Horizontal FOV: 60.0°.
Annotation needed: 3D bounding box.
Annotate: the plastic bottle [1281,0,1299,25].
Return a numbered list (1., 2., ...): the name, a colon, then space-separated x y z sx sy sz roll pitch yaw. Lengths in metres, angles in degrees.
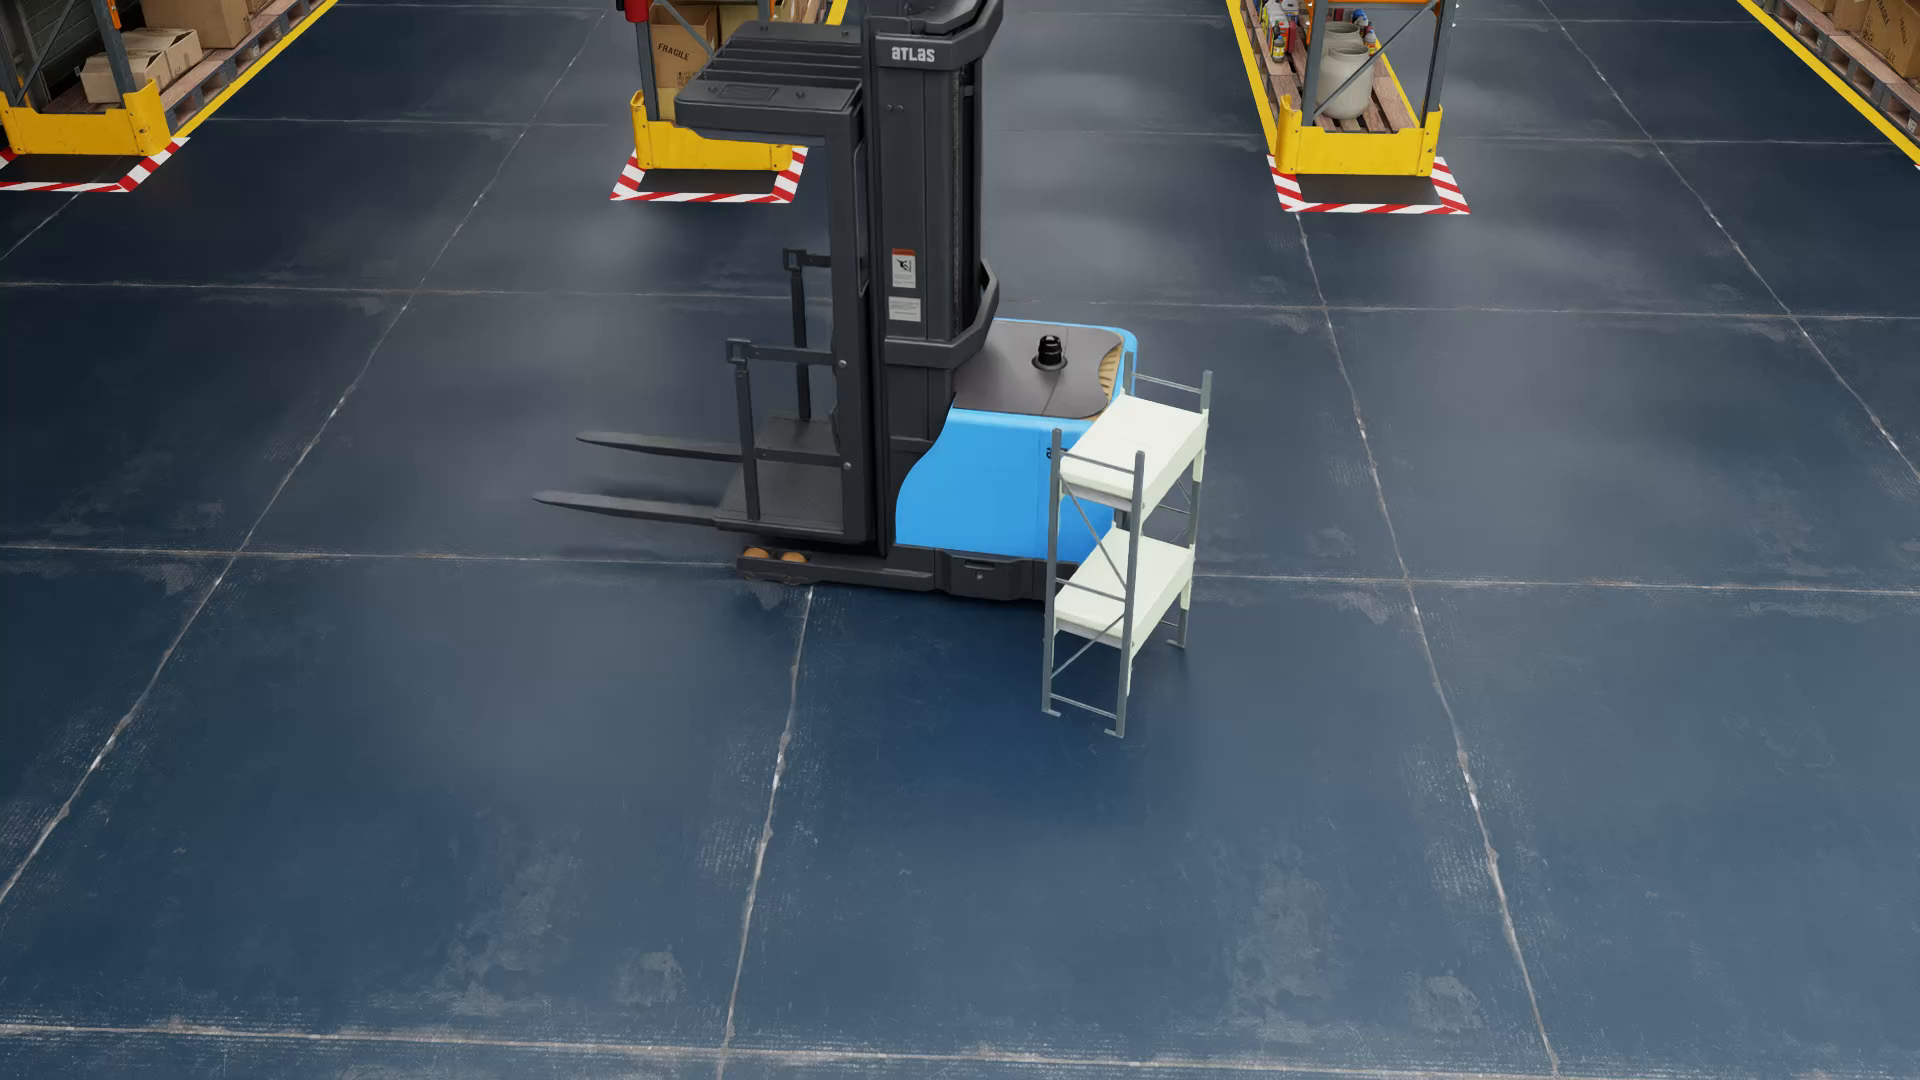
1. plastic bottle: 2.898 -4.624 14.652 0.152 0.276 0.135 1 35 2

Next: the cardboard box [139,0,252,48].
1. cardboard box: -6.619 -4.585 14.402 0.700 0.500 0.500 -1 35 -1

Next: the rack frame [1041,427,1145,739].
1. rack frame: 0.553 0.216 7.084 0.400 1.500 0.023 17 39 23

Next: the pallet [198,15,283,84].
1. pallet: -6.716 -4.352 14.705 1.003 0.211 1.213 1 35 2

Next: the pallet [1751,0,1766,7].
1. pallet: 8.199 -5.546 16.403 1.003 0.211 1.213 1 35 2

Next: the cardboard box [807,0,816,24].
1. cardboard box: -1.564 -4.671 14.760 0.500 0.250 0.500 1 35 2

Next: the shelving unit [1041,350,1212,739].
1. shelving unit: 0.726 0.030 7.348 0.431 1.500 0.755 17 39 23

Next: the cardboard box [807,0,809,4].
1. cardboard box: -1.577 -4.978 14.544 0.500 0.500 0.500 1 35 2

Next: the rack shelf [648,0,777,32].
1. rack shelf: -1.809 -5.027 13.866 1.077 0.370 4.000 1 35 2

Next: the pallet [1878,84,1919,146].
1. pallet: 8.080 -3.310 13.222 1.003 0.211 1.213 1 35 2

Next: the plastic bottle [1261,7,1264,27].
1. plastic bottle: 2.731 -4.664 14.775 0.097 0.201 0.097 0 35 0

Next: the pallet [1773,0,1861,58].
1. pallet: 8.178 -4.712 15.217 1.003 0.211 1.213 1 35 2

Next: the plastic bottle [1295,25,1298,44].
1. plastic bottle: 2.864 -4.388 14.381 0.097 0.201 0.097 0 35 0

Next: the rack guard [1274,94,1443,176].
1. rack guard: 3.016 -3.078 12.640 1.175 0.500 0.348 1 35 2

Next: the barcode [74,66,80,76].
1. barcode: -7.120 -3.783 13.418 0.001 0.075 0.075 1 35 2

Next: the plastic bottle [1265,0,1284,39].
1. plastic bottle: 2.741 -4.536 14.463 0.144 0.351 0.185 3 35 4

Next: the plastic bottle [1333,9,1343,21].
1. plastic bottle: 3.345 -4.659 14.696 0.061 0.283 0.133 1 35 2

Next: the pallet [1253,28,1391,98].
1. pallet: 3.106 -4.125 14.382 1.003 0.211 1.213 1 35 2

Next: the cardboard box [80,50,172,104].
1. cardboard box: -6.722 -3.760 13.393 0.500 0.311 0.500 -2 35 -3

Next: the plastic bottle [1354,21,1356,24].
1. plastic bottle: 3.466 -4.437 14.451 0.097 0.201 0.097 0 35 0

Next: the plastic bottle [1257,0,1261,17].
1. plastic bottle: 2.766 -4.887 14.962 0.144 0.351 0.185 0 35 0

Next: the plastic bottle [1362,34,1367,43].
1. plastic bottle: 3.448 -4.185 14.093 0.097 0.201 0.097 0 35 0

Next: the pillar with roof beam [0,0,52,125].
1. pillar with roof beam: -3.374 -7.062 10.918 9.100 9.000 0.400 1 35 2

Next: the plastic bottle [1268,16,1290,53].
1. plastic bottle: 2.733 -4.331 14.235 0.152 0.276 0.135 2 35 2

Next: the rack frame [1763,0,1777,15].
1. rack frame: 8.169 -6.239 14.965 1.000 3.000 0.127 1 35 2

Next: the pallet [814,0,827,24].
1. pallet: -1.803 -4.874 15.447 1.003 0.211 1.213 1 35 2

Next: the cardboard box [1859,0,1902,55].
1. cardboard box: 8.152 -4.472 14.259 0.500 0.500 0.500 -2 35 -2

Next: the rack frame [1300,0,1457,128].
1. rack frame: 3.060 -4.056 11.858 1.000 3.000 0.127 1 35 2

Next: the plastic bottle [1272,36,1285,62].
1. plastic bottle: 2.696 -4.156 14.052 0.097 0.201 0.097 0 35 0

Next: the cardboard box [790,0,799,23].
1. cardboard box: -1.620 -4.404 13.727 0.500 0.500 0.500 1 35 2

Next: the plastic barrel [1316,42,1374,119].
1. plastic barrel: 3.010 -3.590 12.993 0.421 0.512 0.421 0 35 0

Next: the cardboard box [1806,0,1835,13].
1. cardboard box: 8.113 -5.160 15.237 0.500 0.500 0.500 0 35 0

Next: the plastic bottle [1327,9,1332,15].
1. plastic bottle: 3.326 -4.922 15.076 0.152 0.276 0.135 1 35 2

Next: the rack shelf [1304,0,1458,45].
1. rack shelf: 3.140 -4.910 13.700 1.077 0.370 4.000 1 35 2

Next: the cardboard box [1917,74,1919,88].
1. cardboard box: 8.040 -3.793 13.293 0.500 0.500 0.500 10 36 14

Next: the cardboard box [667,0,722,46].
1. cardboard box: -2.140 -4.416 13.744 0.500 0.500 0.500 1 35 2

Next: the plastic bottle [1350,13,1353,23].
1. plastic bottle: 3.474 -4.555 14.619 0.097 0.201 0.097 0 35 0

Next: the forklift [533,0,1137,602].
1. forklift: -0.668 -1.263 7.944 3.031 2.935 1.130 6 36 8

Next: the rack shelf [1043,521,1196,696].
1. rack shelf: 0.726 0.297 7.535 0.431 0.370 0.720 17 39 23

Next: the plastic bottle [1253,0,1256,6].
1. plastic bottle: 2.784 -5.060 15.273 0.152 0.276 0.135 3 35 4

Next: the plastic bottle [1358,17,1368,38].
1. plastic bottle: 3.458 -4.351 14.268 0.097 0.271 0.097 0 35 0
